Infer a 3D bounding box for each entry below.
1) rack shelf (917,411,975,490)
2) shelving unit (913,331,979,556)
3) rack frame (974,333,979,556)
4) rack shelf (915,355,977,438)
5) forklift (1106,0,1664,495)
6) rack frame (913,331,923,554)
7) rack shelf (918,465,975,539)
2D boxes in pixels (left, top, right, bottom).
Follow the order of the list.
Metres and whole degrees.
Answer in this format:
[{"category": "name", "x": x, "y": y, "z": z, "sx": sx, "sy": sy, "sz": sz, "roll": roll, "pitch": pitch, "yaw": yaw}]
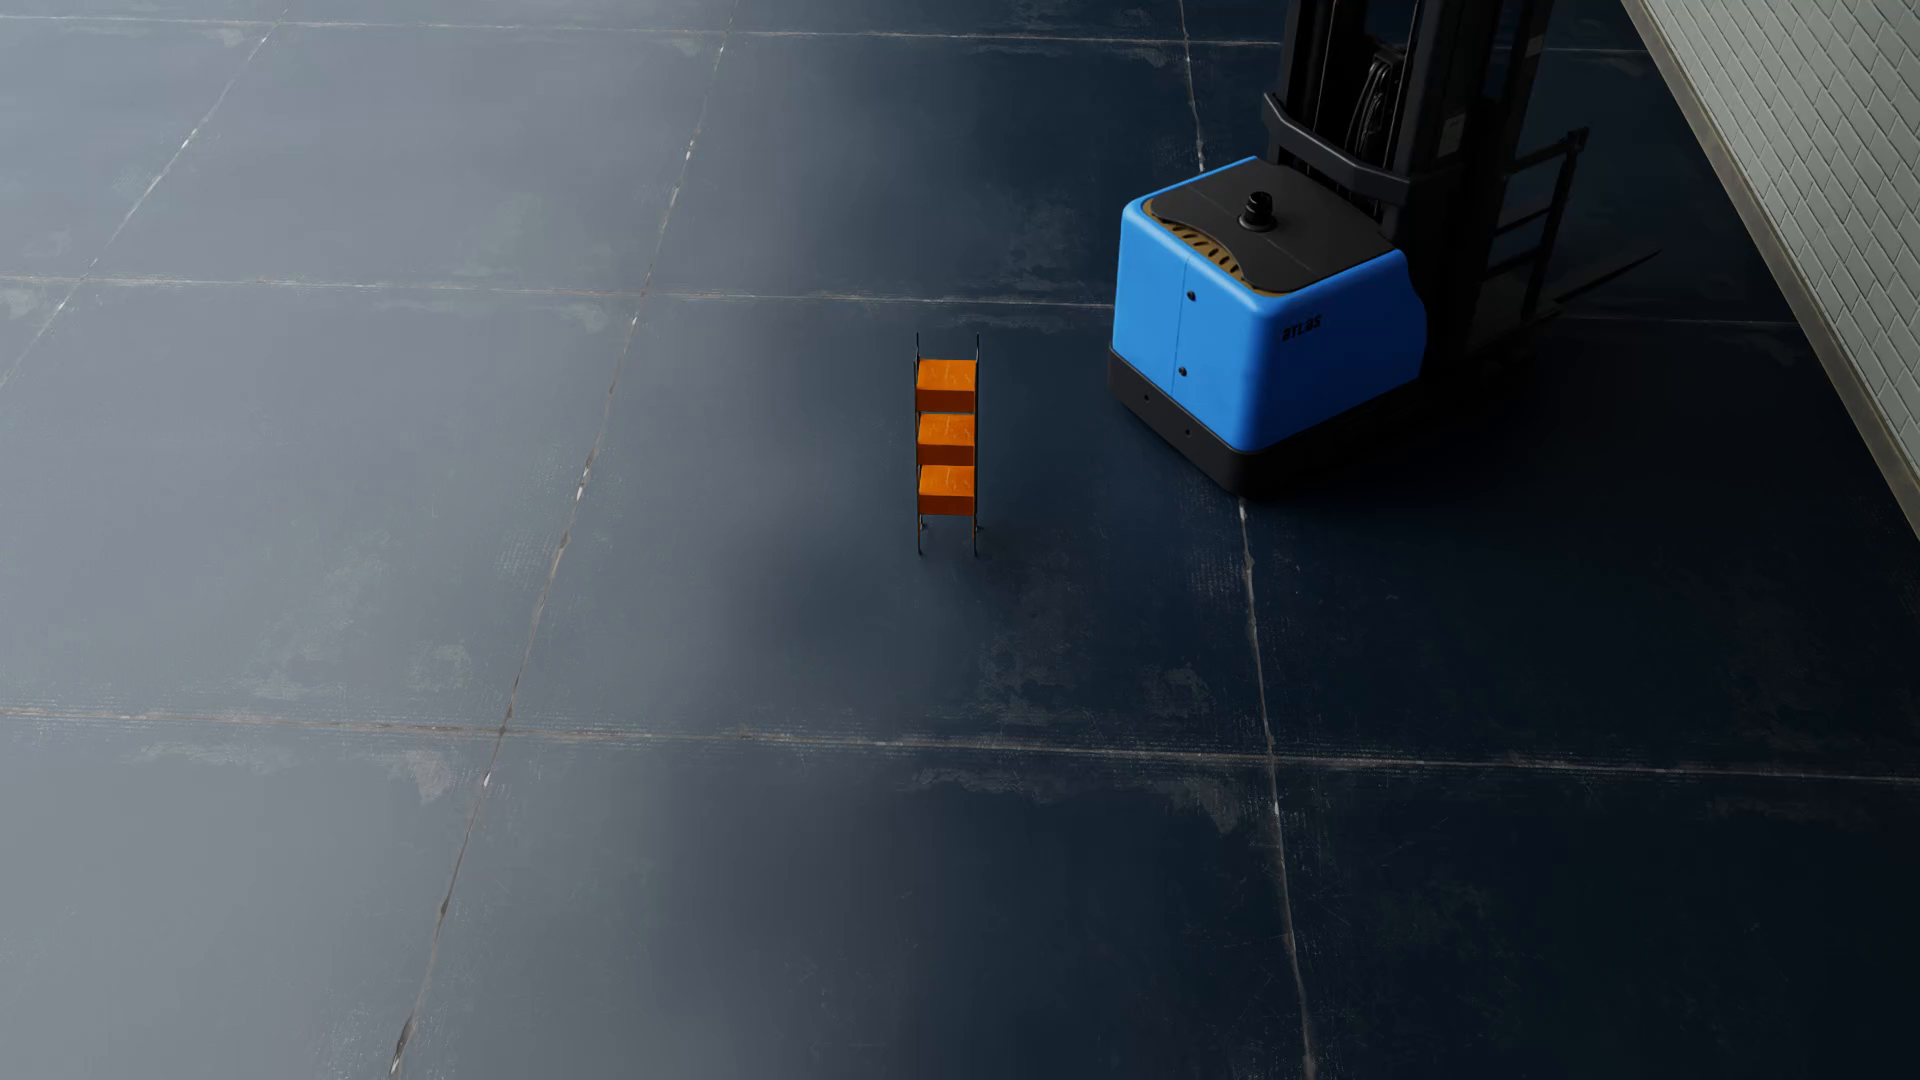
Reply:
[{"category": "rack shelf", "x": -0.053, "y": -0.378, "z": 6.987, "sx": 0.240, "sy": 0.259, "sz": 0.215, "roll": 2, "pitch": 43, "yaw": 2}, {"category": "shelving unit", "x": -0.053, "y": -0.386, "z": 6.979, "sx": 0.252, "sy": 1.050, "sz": 0.215, "roll": 2, "pitch": 43, "yaw": 2}, {"category": "rack frame", "x": 0.068, "y": -0.382, "z": 6.975, "sx": 0.008, "sy": 1.050, "sz": 0.200, "roll": 2, "pitch": 43, "yaw": 2}, {"category": "rack shelf", "x": -0.053, "y": -0.586, "z": 6.793, "sx": 0.240, "sy": 0.259, "sz": 0.215, "roll": 2, "pitch": 43, "yaw": 2}, {"category": "forklift", "x": 2.217, "y": -2.059, "z": 7.395, "sx": 3.031, "sy": 2.935, "sz": 1.130, "roll": -24, "pitch": 48, "yaw": -24}, {"category": "rack frame", "x": -0.175, "y": -0.390, "z": 6.983, "sx": 0.008, "sy": 1.050, "sz": 0.200, "roll": 2, "pitch": 43, "yaw": 2}, {"category": "rack shelf", "x": -0.053, "y": -0.175, "z": 7.176, "sx": 0.240, "sy": 0.259, "sz": 0.215, "roll": 2, "pitch": 43, "yaw": 2}]
